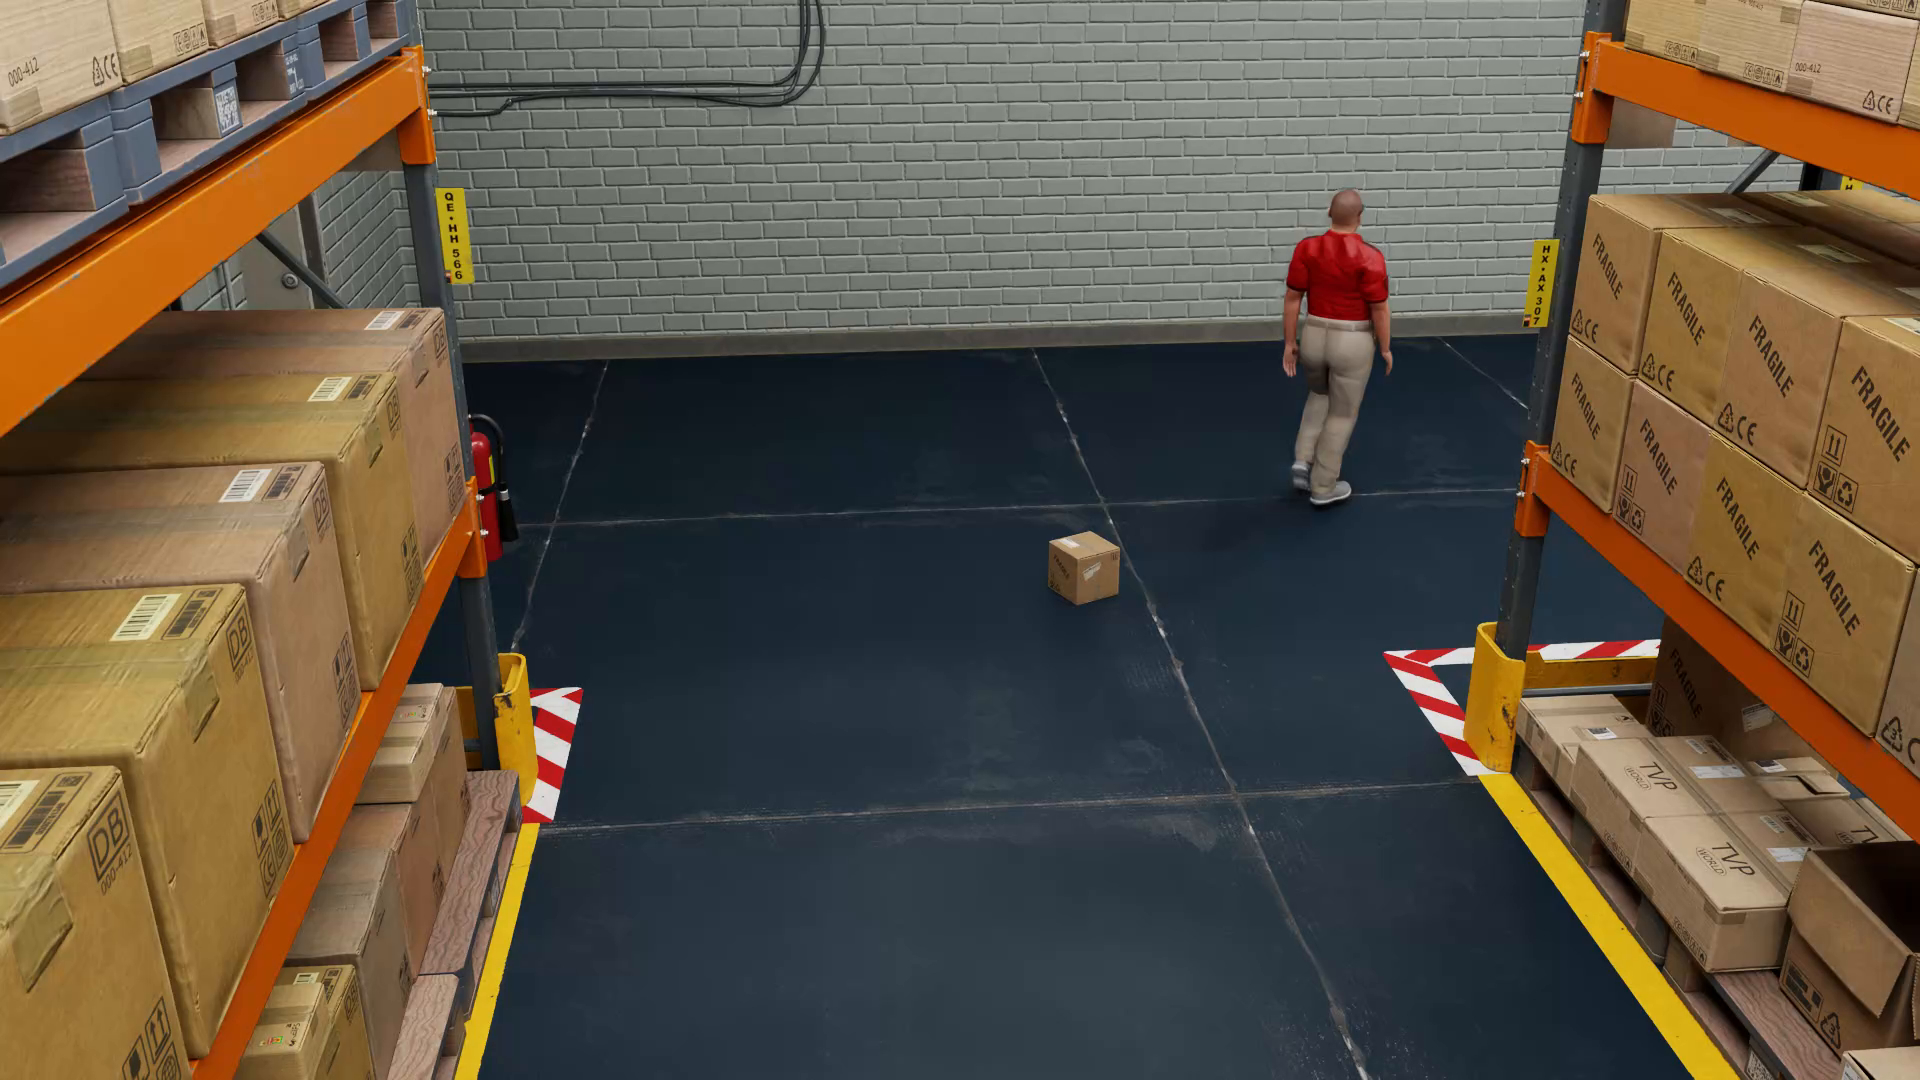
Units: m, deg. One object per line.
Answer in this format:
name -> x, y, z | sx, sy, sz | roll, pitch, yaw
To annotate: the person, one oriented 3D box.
person -> 2.056, -1.018, 8.975 | 0.538, 1.776, 0.468 | 19, 30, 37
